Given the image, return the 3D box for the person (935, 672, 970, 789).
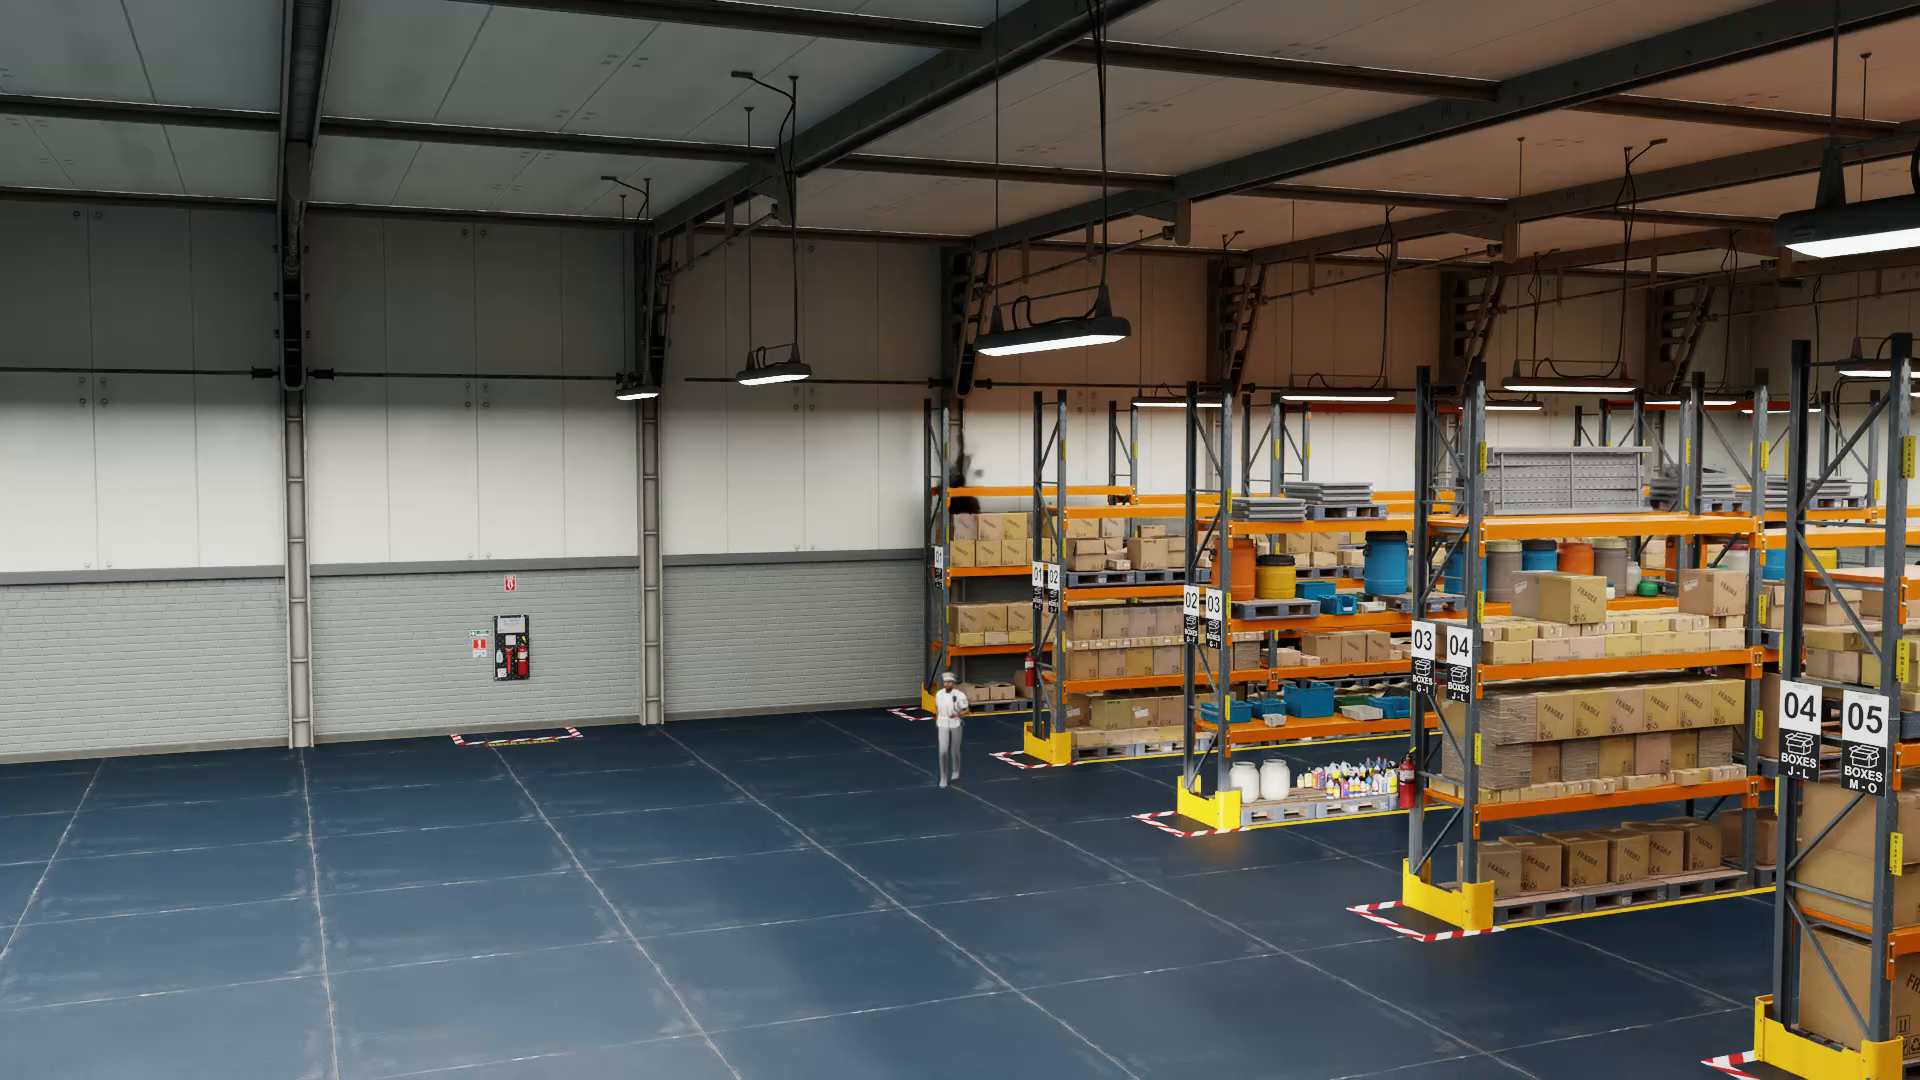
[{"bbox_3d":[-0.122,2.852,25.061,0.560,1.759,0.736,1,3,9],"label":"person"}]
